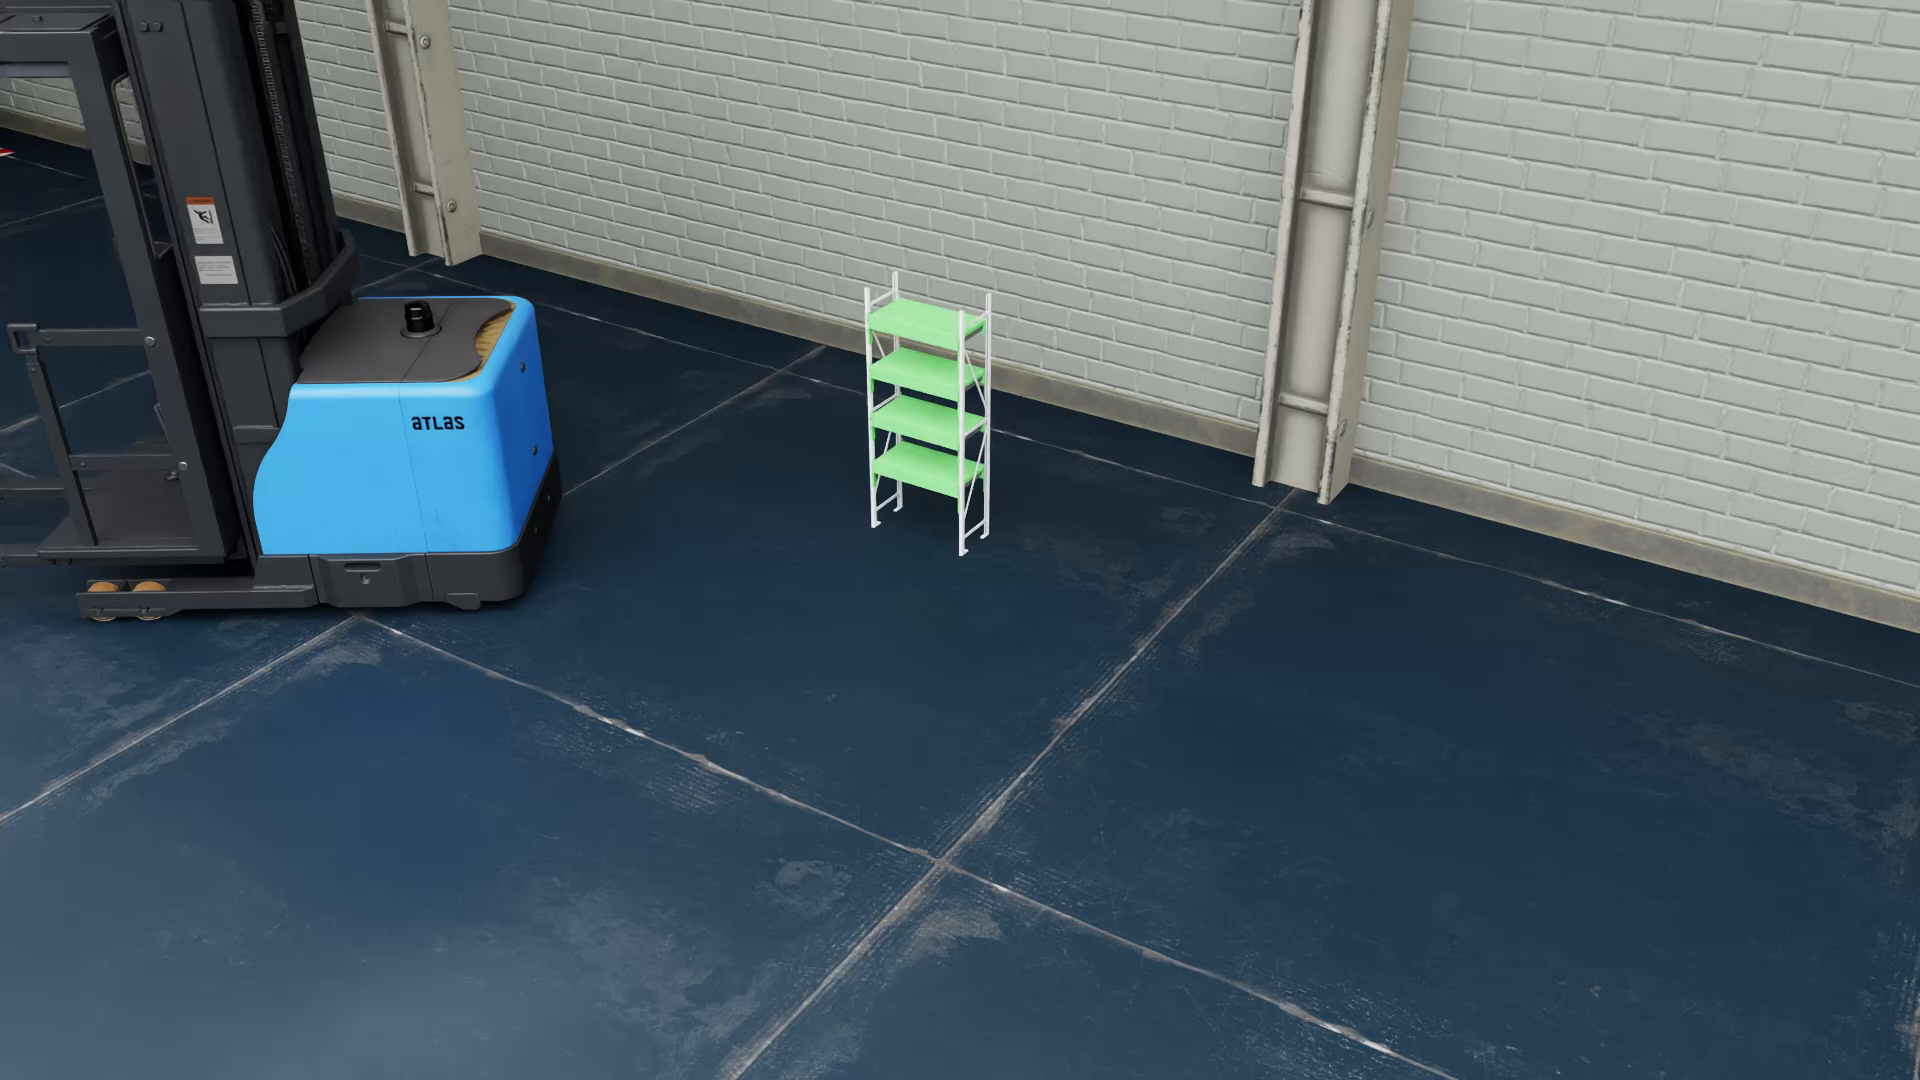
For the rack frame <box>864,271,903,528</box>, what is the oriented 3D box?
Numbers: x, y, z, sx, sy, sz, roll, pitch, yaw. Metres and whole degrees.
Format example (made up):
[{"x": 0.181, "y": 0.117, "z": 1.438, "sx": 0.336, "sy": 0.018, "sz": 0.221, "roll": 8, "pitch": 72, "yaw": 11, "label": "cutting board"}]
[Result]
[{"x": -0.347, "y": -0.628, "z": 7.636, "sx": 0.015, "sy": 1.200, "sz": 0.240, "roll": 18, "pitch": 35, "yaw": 27, "label": "rack frame"}]

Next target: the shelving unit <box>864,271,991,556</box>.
[{"x": -0.140, "y": -0.563, "z": 7.524, "sx": 0.503, "sy": 1.200, "sz": 0.258, "roll": 18, "pitch": 35, "yaw": 27, "label": "shelving unit"}]

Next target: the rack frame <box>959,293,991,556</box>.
[{"x": 0.066, "y": -0.497, "z": 7.412, "sx": 0.015, "sy": 1.200, "sz": 0.240, "roll": 18, "pitch": 35, "yaw": 27, "label": "rack frame"}]

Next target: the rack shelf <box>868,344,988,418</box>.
[{"x": -0.140, "y": -0.715, "z": 7.435, "sx": 0.480, "sy": 0.148, "sz": 0.258, "roll": 18, "pitch": 35, "yaw": 27, "label": "rack shelf"}]

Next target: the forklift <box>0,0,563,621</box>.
[{"x": -3.410, "y": -1.187, "z": 6.877, "sx": 3.031, "sy": 2.935, "sz": 1.130, "roll": -1, "pitch": 30, "yaw": -1, "label": "forklift"}]

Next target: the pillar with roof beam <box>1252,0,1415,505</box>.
[{"x": -0.598, "y": -2.337, "z": 2.826, "sx": 0.400, "sy": 9.000, "sz": 9.100, "roll": 18, "pitch": 35, "yaw": 27, "label": "pillar with roof beam"}]

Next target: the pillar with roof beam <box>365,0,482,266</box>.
[{"x": -5.679, "y": -3.944, "z": 5.581, "sx": 0.400, "sy": 9.000, "sz": 9.100, "roll": 18, "pitch": 35, "yaw": 27, "label": "pillar with roof beam"}]

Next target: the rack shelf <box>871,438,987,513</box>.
[{"x": -0.140, "y": -0.300, "z": 7.677, "sx": 0.480, "sy": 0.148, "sz": 0.258, "roll": 18, "pitch": 35, "yaw": 27, "label": "rack shelf"}]

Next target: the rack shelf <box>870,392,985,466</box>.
[{"x": -0.140, "y": -0.507, "z": 7.556, "sx": 0.480, "sy": 0.148, "sz": 0.258, "roll": 18, "pitch": 35, "yaw": 27, "label": "rack shelf"}]

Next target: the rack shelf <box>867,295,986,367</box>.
[{"x": -0.140, "y": -0.922, "z": 7.314, "sx": 0.480, "sy": 0.148, "sz": 0.258, "roll": 18, "pitch": 35, "yaw": 27, "label": "rack shelf"}]
